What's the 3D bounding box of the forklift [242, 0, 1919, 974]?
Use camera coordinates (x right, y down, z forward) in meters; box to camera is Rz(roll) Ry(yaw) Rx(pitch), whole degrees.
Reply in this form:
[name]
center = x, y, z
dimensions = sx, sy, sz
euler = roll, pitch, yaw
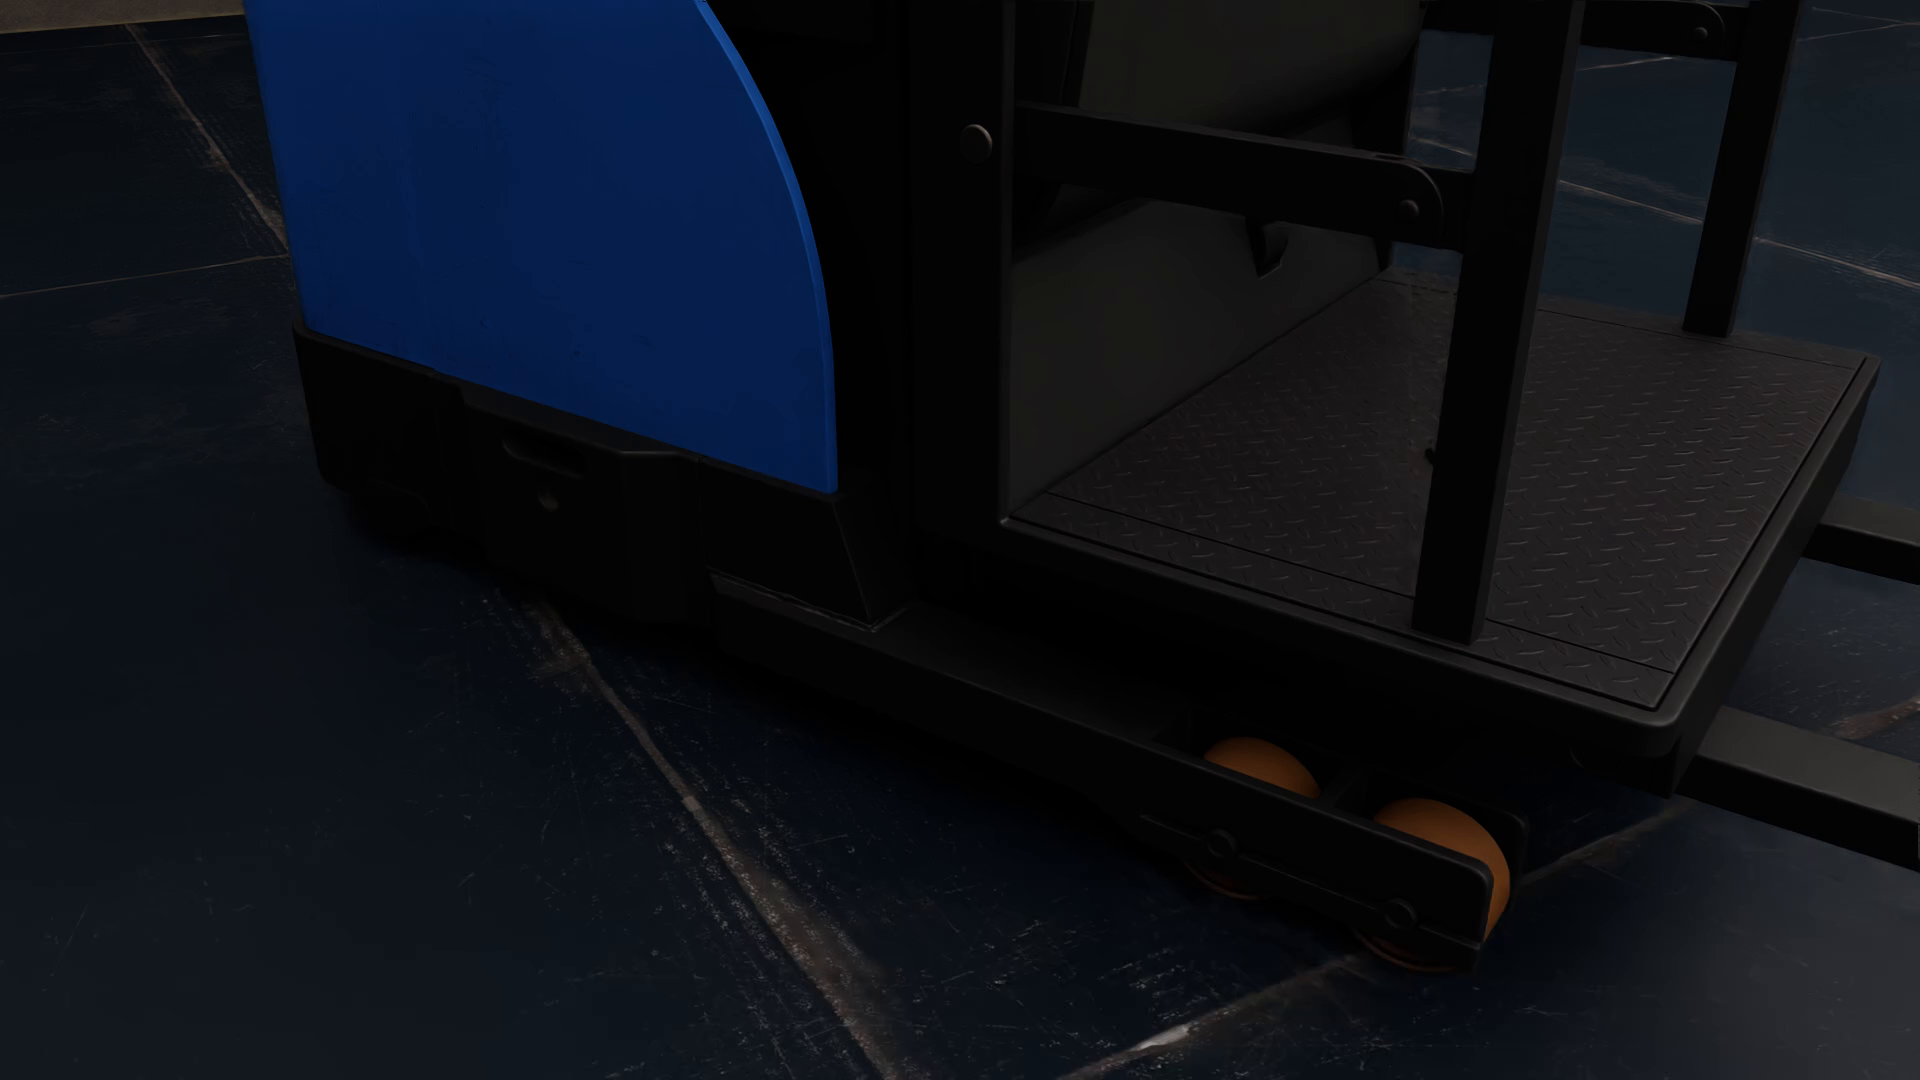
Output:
[forklift]
center = 0.514, -1.153, 1.533
dimensions = 3.031, 2.935, 1.130
euler = 18, 32, 31
